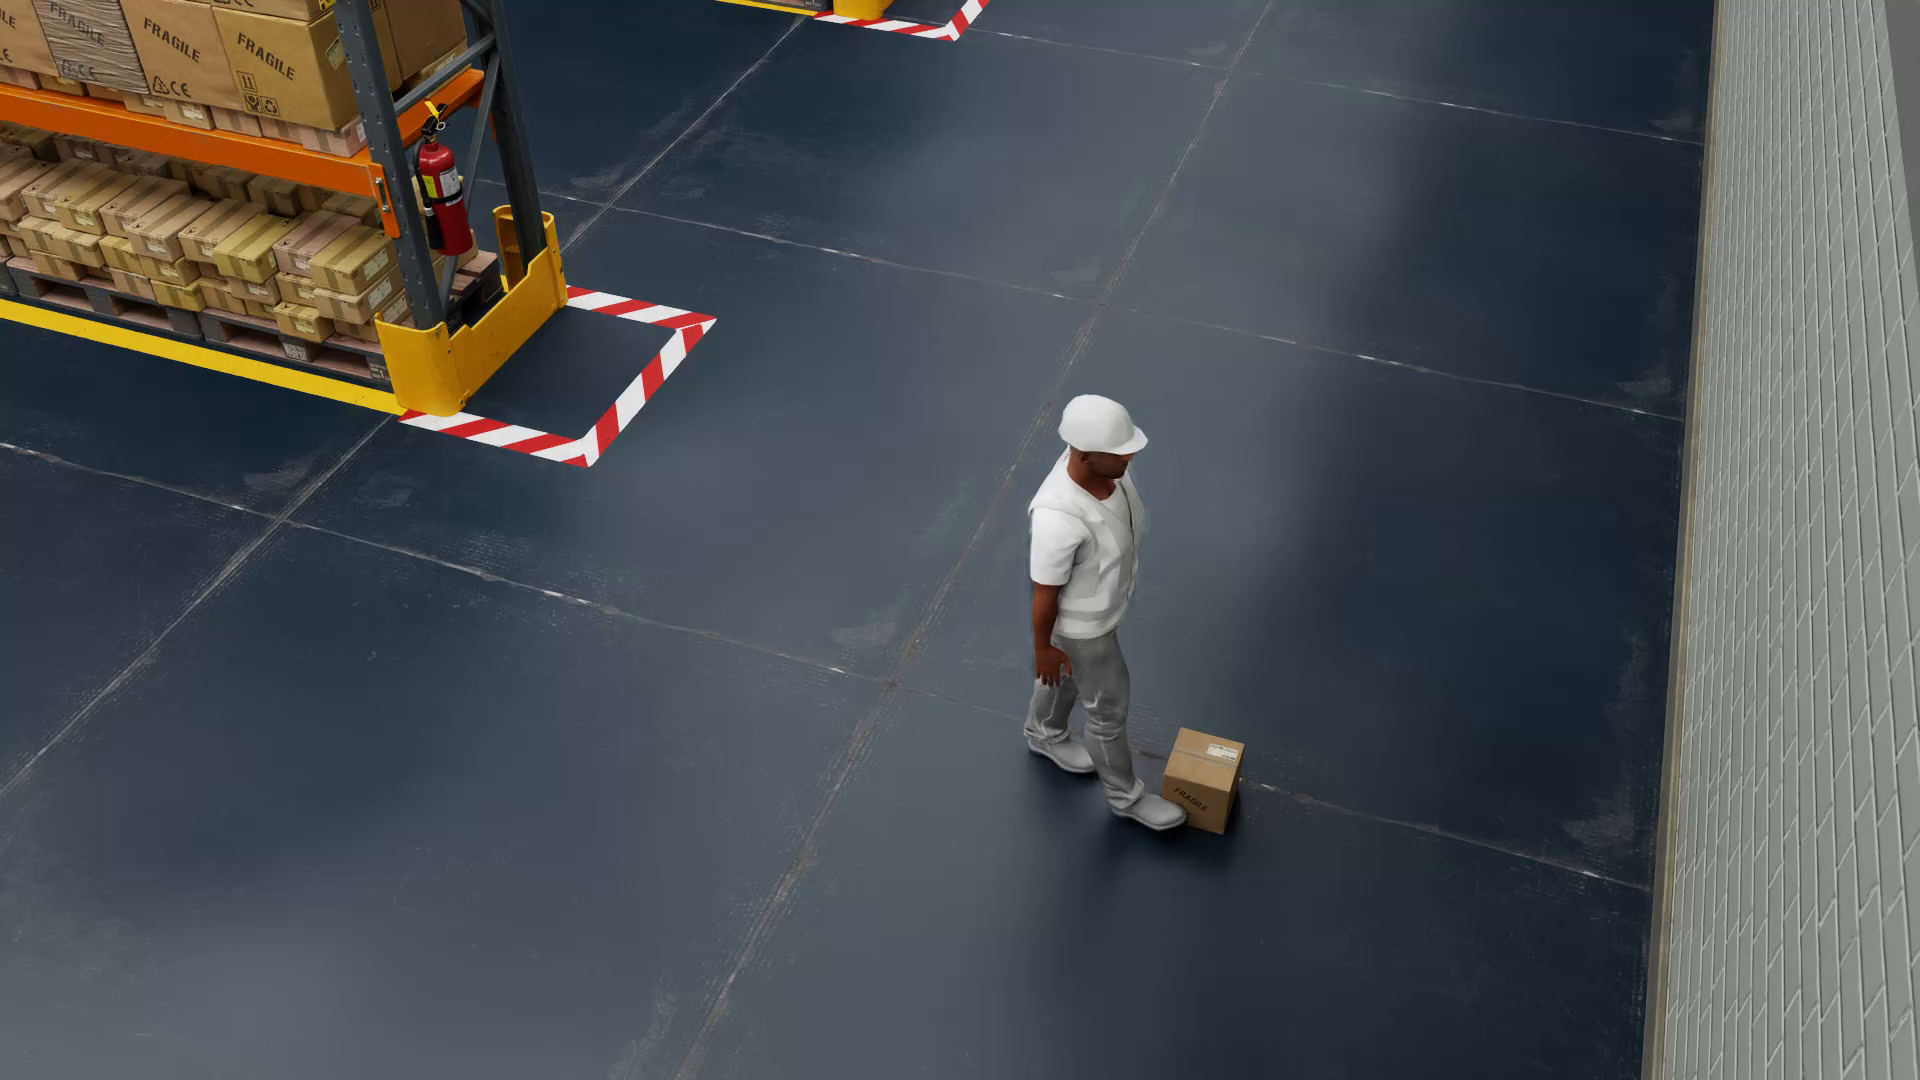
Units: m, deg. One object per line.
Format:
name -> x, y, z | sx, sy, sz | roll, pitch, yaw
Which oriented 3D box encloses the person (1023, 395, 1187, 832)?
person -> 0.560, 0.256, 5.842 | 0.709, 1.755, 0.577 | 13, 43, 14
